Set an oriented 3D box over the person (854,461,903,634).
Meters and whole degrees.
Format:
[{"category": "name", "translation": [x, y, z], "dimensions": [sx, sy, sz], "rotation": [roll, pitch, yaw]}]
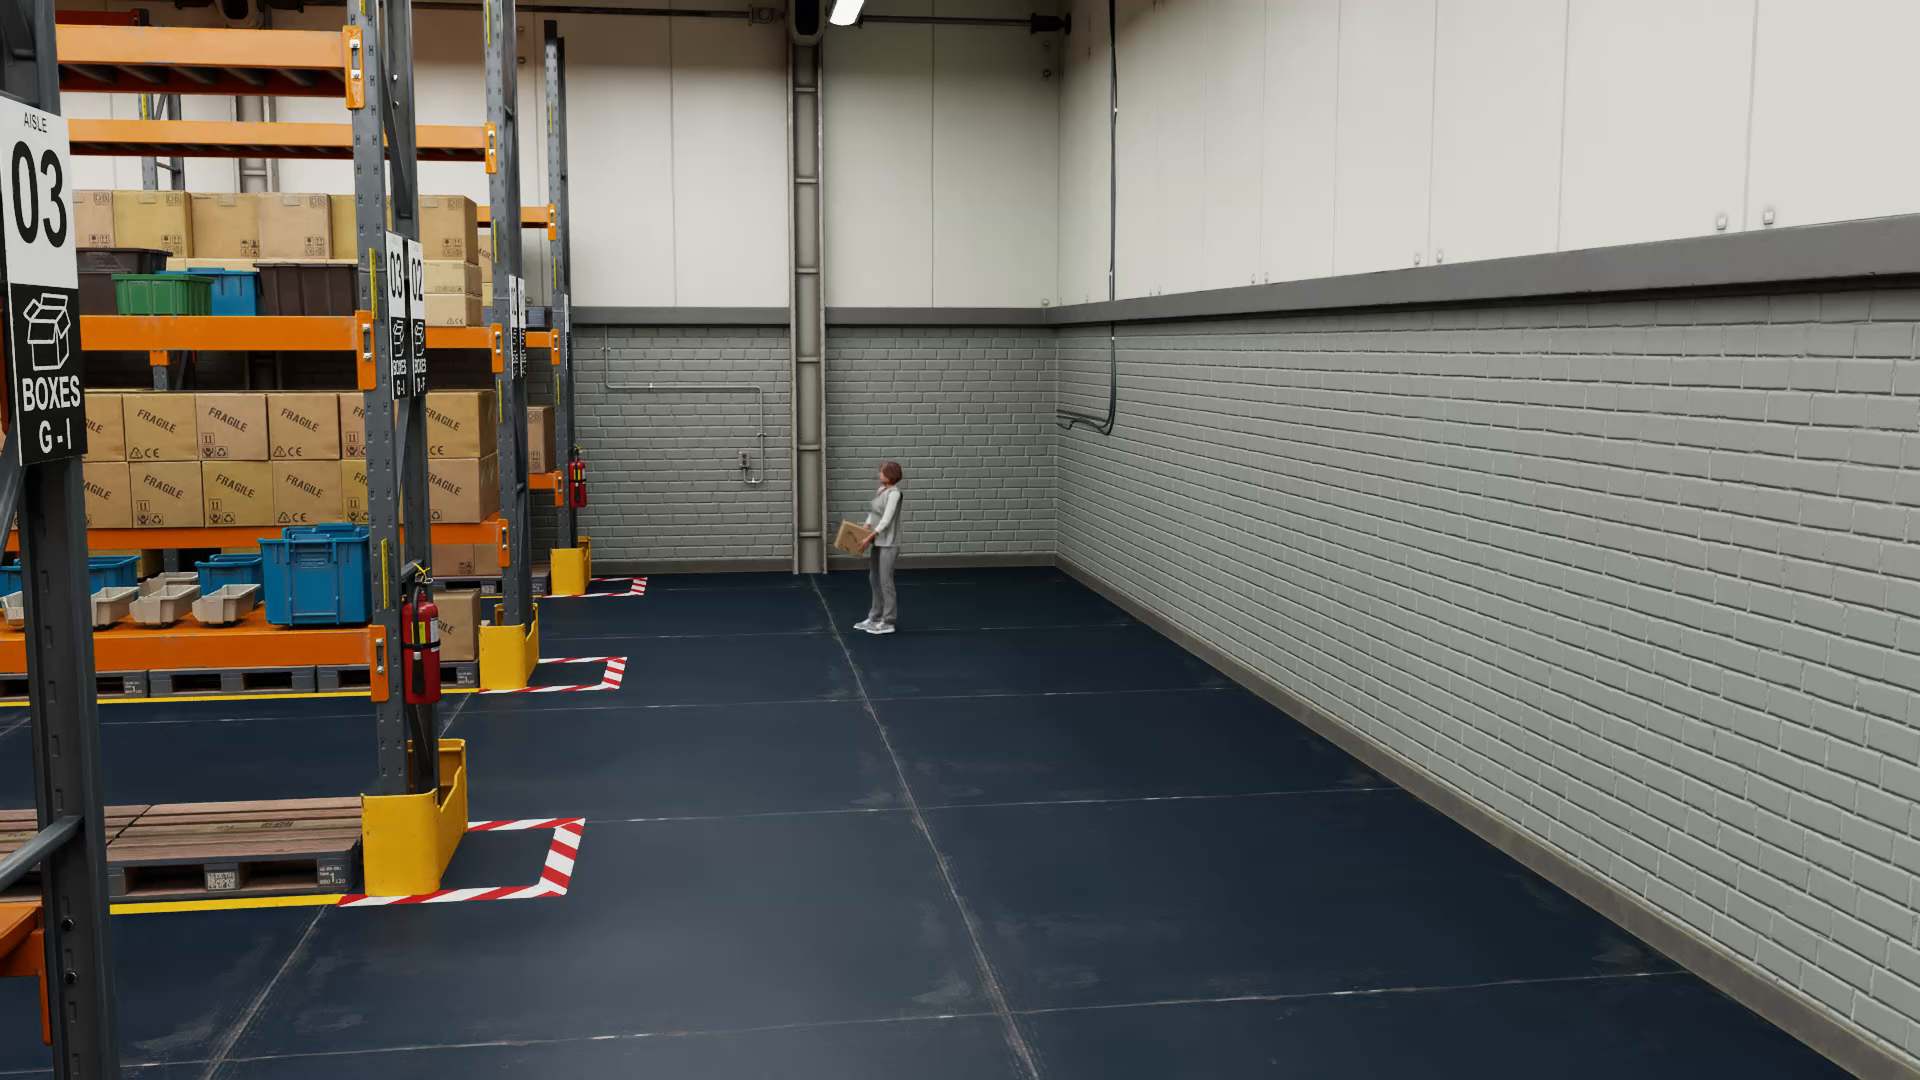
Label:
[{"category": "person", "translation": [-0.767, 0.065, 15.442], "dimensions": [0.458, 1.601, 0.457], "rotation": [-3, 7, -21]}]
